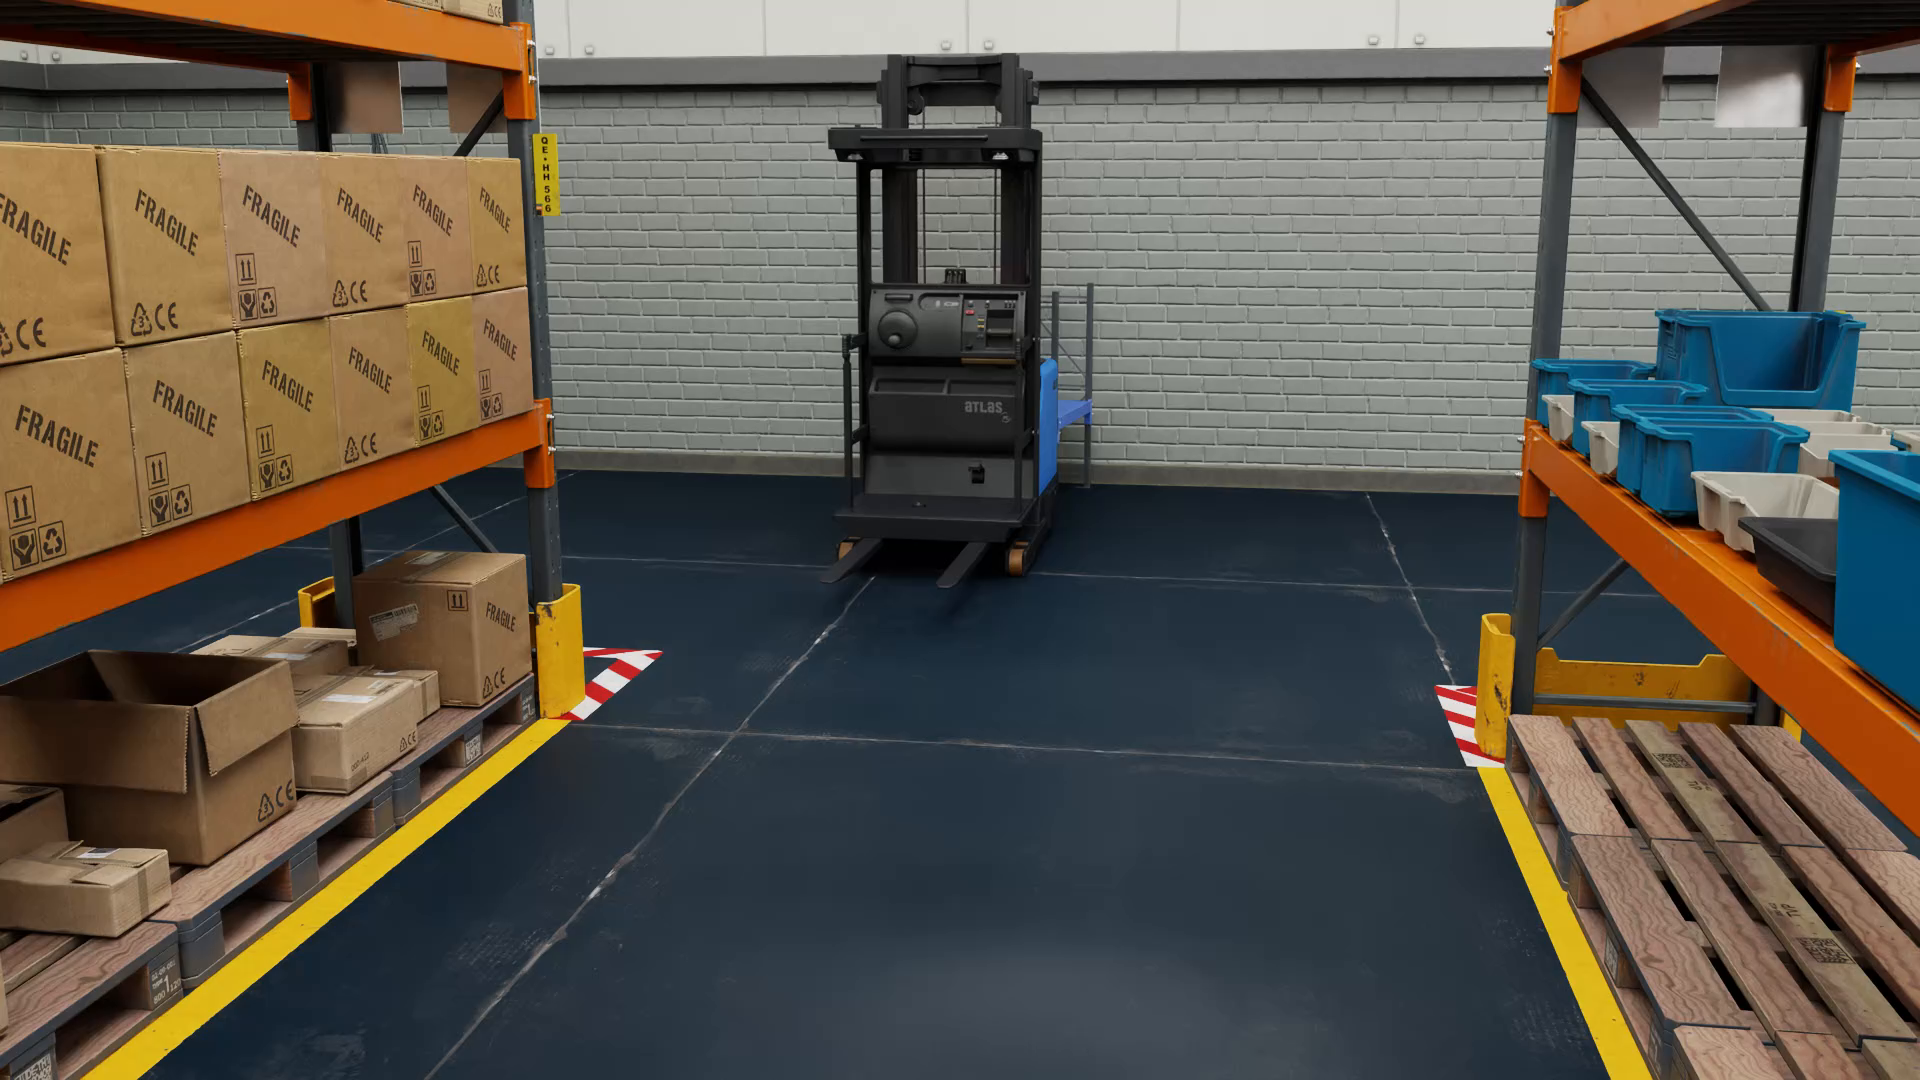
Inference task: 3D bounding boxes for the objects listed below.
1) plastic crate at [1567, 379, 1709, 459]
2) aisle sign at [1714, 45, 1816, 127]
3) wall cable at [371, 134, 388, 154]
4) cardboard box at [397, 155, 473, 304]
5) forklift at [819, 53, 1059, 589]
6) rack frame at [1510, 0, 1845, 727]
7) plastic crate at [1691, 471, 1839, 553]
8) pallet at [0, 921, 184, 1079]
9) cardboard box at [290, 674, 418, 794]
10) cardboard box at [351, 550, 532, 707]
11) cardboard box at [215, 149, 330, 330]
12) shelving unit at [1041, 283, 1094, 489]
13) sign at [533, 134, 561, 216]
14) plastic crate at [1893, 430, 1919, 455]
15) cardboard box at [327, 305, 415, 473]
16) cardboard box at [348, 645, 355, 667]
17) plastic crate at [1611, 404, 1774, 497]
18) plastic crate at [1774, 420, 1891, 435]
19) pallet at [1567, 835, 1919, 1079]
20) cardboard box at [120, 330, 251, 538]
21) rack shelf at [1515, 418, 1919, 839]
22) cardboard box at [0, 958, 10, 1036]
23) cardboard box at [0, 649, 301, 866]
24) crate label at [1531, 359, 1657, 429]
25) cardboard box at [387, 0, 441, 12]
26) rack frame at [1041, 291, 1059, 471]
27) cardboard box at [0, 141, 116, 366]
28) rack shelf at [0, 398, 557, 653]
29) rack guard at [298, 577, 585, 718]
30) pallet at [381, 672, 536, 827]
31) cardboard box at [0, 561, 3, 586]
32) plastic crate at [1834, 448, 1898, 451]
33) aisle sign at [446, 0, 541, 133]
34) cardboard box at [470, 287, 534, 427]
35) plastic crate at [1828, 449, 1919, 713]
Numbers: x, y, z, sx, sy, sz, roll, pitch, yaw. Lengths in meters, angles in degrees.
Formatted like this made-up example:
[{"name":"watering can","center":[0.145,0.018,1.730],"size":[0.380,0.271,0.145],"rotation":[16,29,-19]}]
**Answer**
[{"name":"plastic crate","center":[2.206,-0.392,5.445],"size":[0.416,0.233,0.300],"rotation":[2,12,9]},{"name":"aisle sign","center":[2.972,-1.898,6.011],"size":[0.394,0.787,0.004],"rotation":[2,12,9]},{"name":"wall cable","center":[-5.895,-3.523,12.853],"size":[3.097,2.526,0.112],"rotation":[2,12,9]},{"name":"cardboard box","center":[-2.097,-1.114,5.932],"size":[0.500,0.500,0.500],"rotation":[2,12,10]},{"name":"forklift","center":[-0.111,-1.304,9.586],"size":[1.130,2.935,3.031],"rotation":[2,12,10]},{"name":"rack frame","center":[2.671,-0.622,6.259],"size":[1.000,3.000,0.127],"rotation":[2,12,9]},{"name":"plastic crate","center":[2.027,-0.062,4.144],"size":[0.293,0.136,0.466],"rotation":[2,12,9]},{"name":"pallet","center":[-2.732,1.270,4.101],"size":[1.003,0.211,1.213],"rotation":[2,12,9]},{"name":"cardboard box","center":[-2.239,0.664,5.775],"size":[0.500,0.250,0.500],"rotation":[2,12,9]},{"name":"cardboard box","center":[-2.063,0.345,6.662],"size":[0.500,0.500,0.500],"rotation":[2,12,9]},{"name":"cardboard box","center":[-2.251,-0.899,4.934],"size":[0.500,0.500,0.500],"rotation":[2,12,10]},{"name":"shelving unit","center":[0.567,-1.028,11.702],"size":[0.538,1.500,1.048],"rotation":[4,13,17]},{"name":"sign","center":[-1.678,-1.482,6.749],"size":[0.100,0.325,0.005],"rotation":[2,12,9]},{"name":"plastic crate","center":[2.473,-0.073,3.849],"size":[0.437,0.282,0.530],"rotation":[2,12,9]},{"name":"cardboard box","center":[-2.181,-0.518,5.540],"size":[0.500,0.500,0.500],"rotation":[2,12,9]},{"name":"cardboard box","center":[-2.665,0.515,6.665],"size":[0.380,0.166,0.250],"rotation":[2,12,9]},{"name":"plastic crate","center":[2.105,-0.255,4.809],"size":[0.416,0.233,0.300],"rotation":[2,12,9]},{"name":"plastic crate","center":[2.666,-0.287,5.188],"size":[0.396,0.136,0.243],"rotation":[2,12,9]},{"name":"pallet","center":[2.316,1.165,4.587],"size":[1.003,0.211,1.213],"rotation":[2,12,9]},{"name":"cardboard box","center":[-2.336,-0.307,4.562],"size":[0.500,0.500,0.500],"rotation":[2,12,8]},{"name":"rack shelf","center":[2.363,0.146,4.403],"size":[1.077,0.370,4.000],"rotation":[2,12,9]},{"name":"cardboard box","center":[-2.560,1.068,3.753],"size":[0.500,0.311,0.500],"rotation":[2,12,9]},{"name":"cardboard box","center":[-2.554,0.664,5.176],"size":[0.797,0.503,0.637],"rotation":[2,12,9]},{"name":"crate label","center":[2.308,-0.529,6.081],"size":[0.416,0.233,0.303],"rotation":[2,12,9]},{"name":"cardboard box","center":[-2.129,-1.957,5.690],"size":[0.500,0.250,0.500],"rotation":[2,12,9]},{"name":"rack frame","center":[0.415,-0.926,11.228],"size":[0.500,1.500,0.032],"rotation":[4,13,17]},{"name":"cardboard box","center":[-2.409,-0.685,3.939],"size":[0.500,0.500,0.500],"rotation":[1,12,7]},{"name":"rack shelf","center":[-2.531,-0.015,5.151],"size":[1.077,0.370,4.000],"rotation":[2,12,9]},{"name":"rack guard","center":[-2.235,0.455,7.197],"size":[1.175,0.500,0.348],"rotation":[2,12,9]},{"name":"pallet","center":[-2.356,0.762,6.457],"size":[1.003,0.211,1.213],"rotation":[2,12,9]},{"name":"cardboard box","center":[-2.490,-0.097,3.584],"size":[0.500,0.500,0.500],"rotation":[2,12,10]},{"name":"plastic crate","center":[2.620,-0.166,4.626],"size":[0.298,0.136,0.250],"rotation":[2,12,9]},{"name":"aisle sign","center":[-1.910,-2.058,6.753],"size":[0.394,0.787,0.004],"rotation":[2,12,9]},{"name":"cardboard box","center":[-2.023,-0.730,6.523],"size":[0.500,0.500,0.500],"rotation":[2,12,10]},{"name":"plastic crate","center":[1.791,0.081,2.893],"size":[0.392,0.384,0.575],"rotation":[2,12,9]}]
